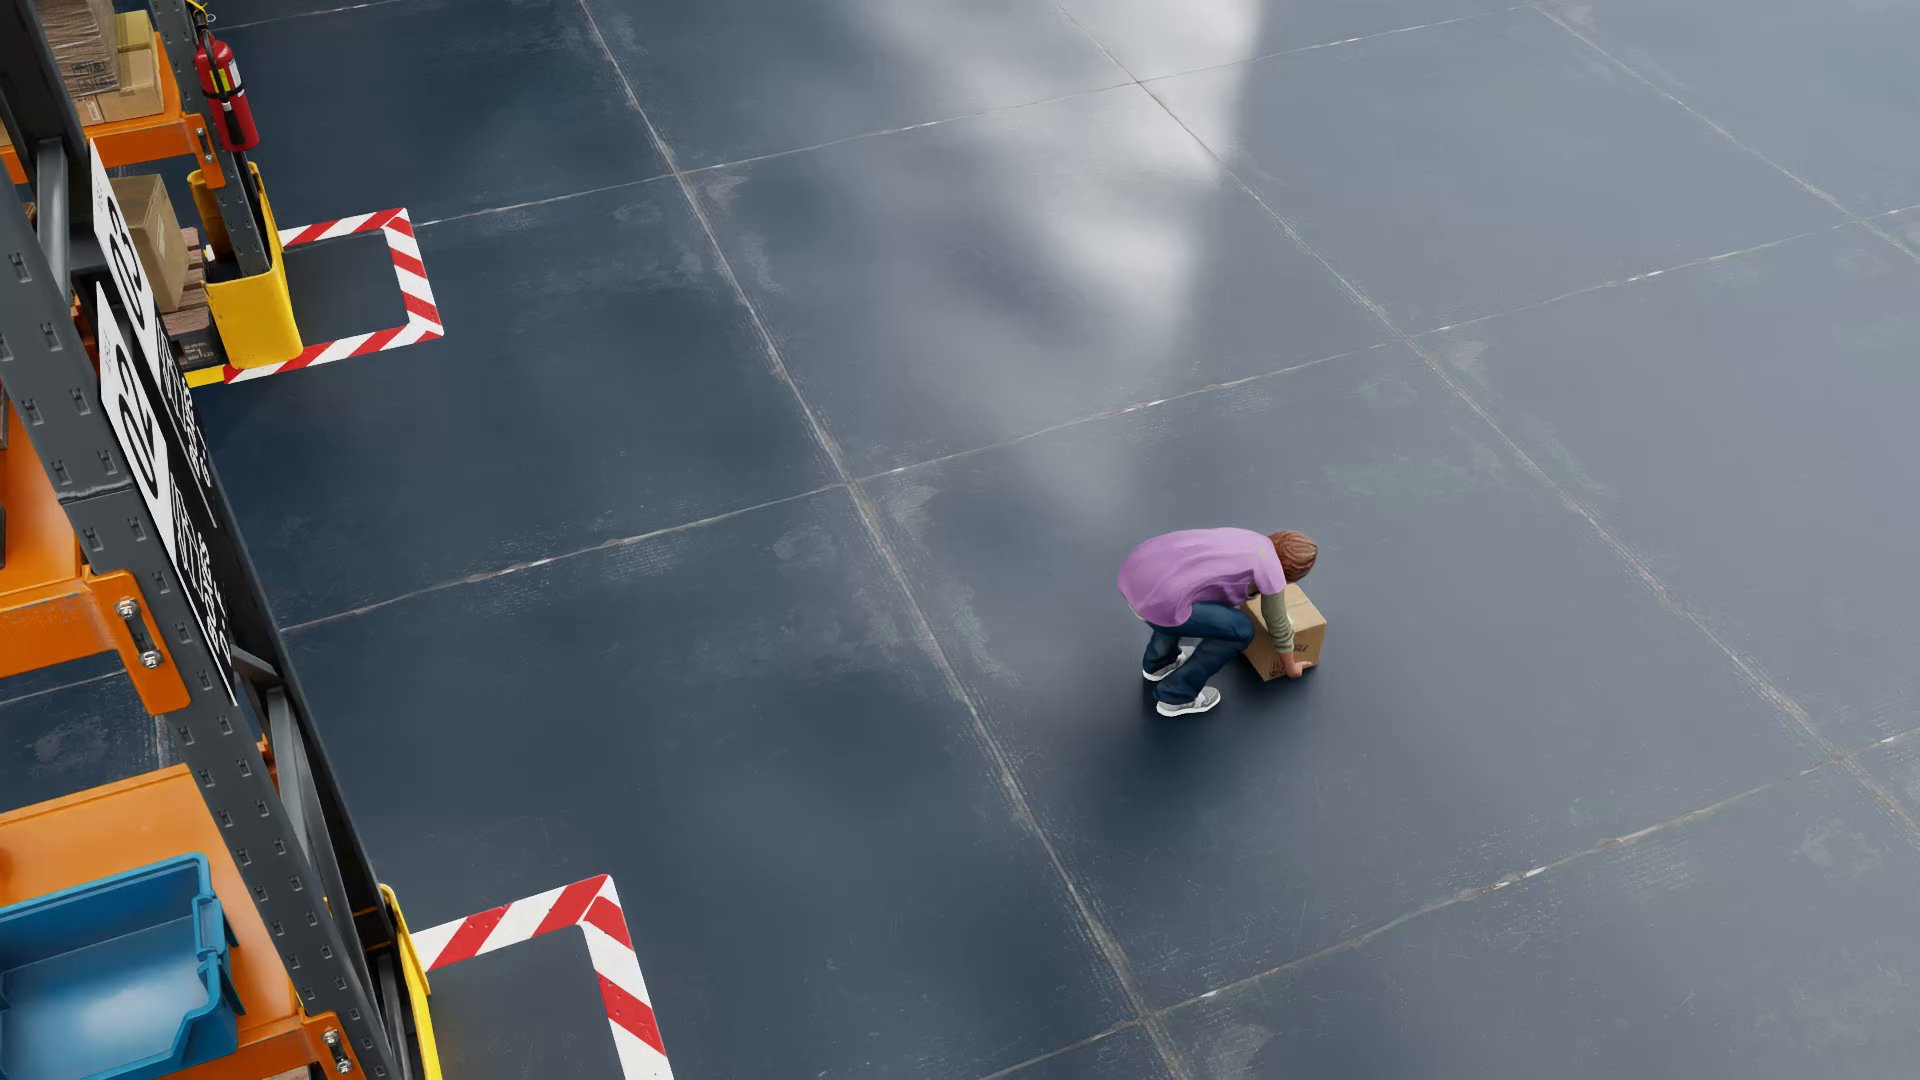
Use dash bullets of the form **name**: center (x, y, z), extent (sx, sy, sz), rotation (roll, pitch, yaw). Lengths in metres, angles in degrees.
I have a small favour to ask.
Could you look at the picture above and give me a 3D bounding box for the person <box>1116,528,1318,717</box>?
- **person**: center (0.995, 0.263, 6.473), extent (0.861, 0.815, 0.424), rotation (-17, 45, -18)
